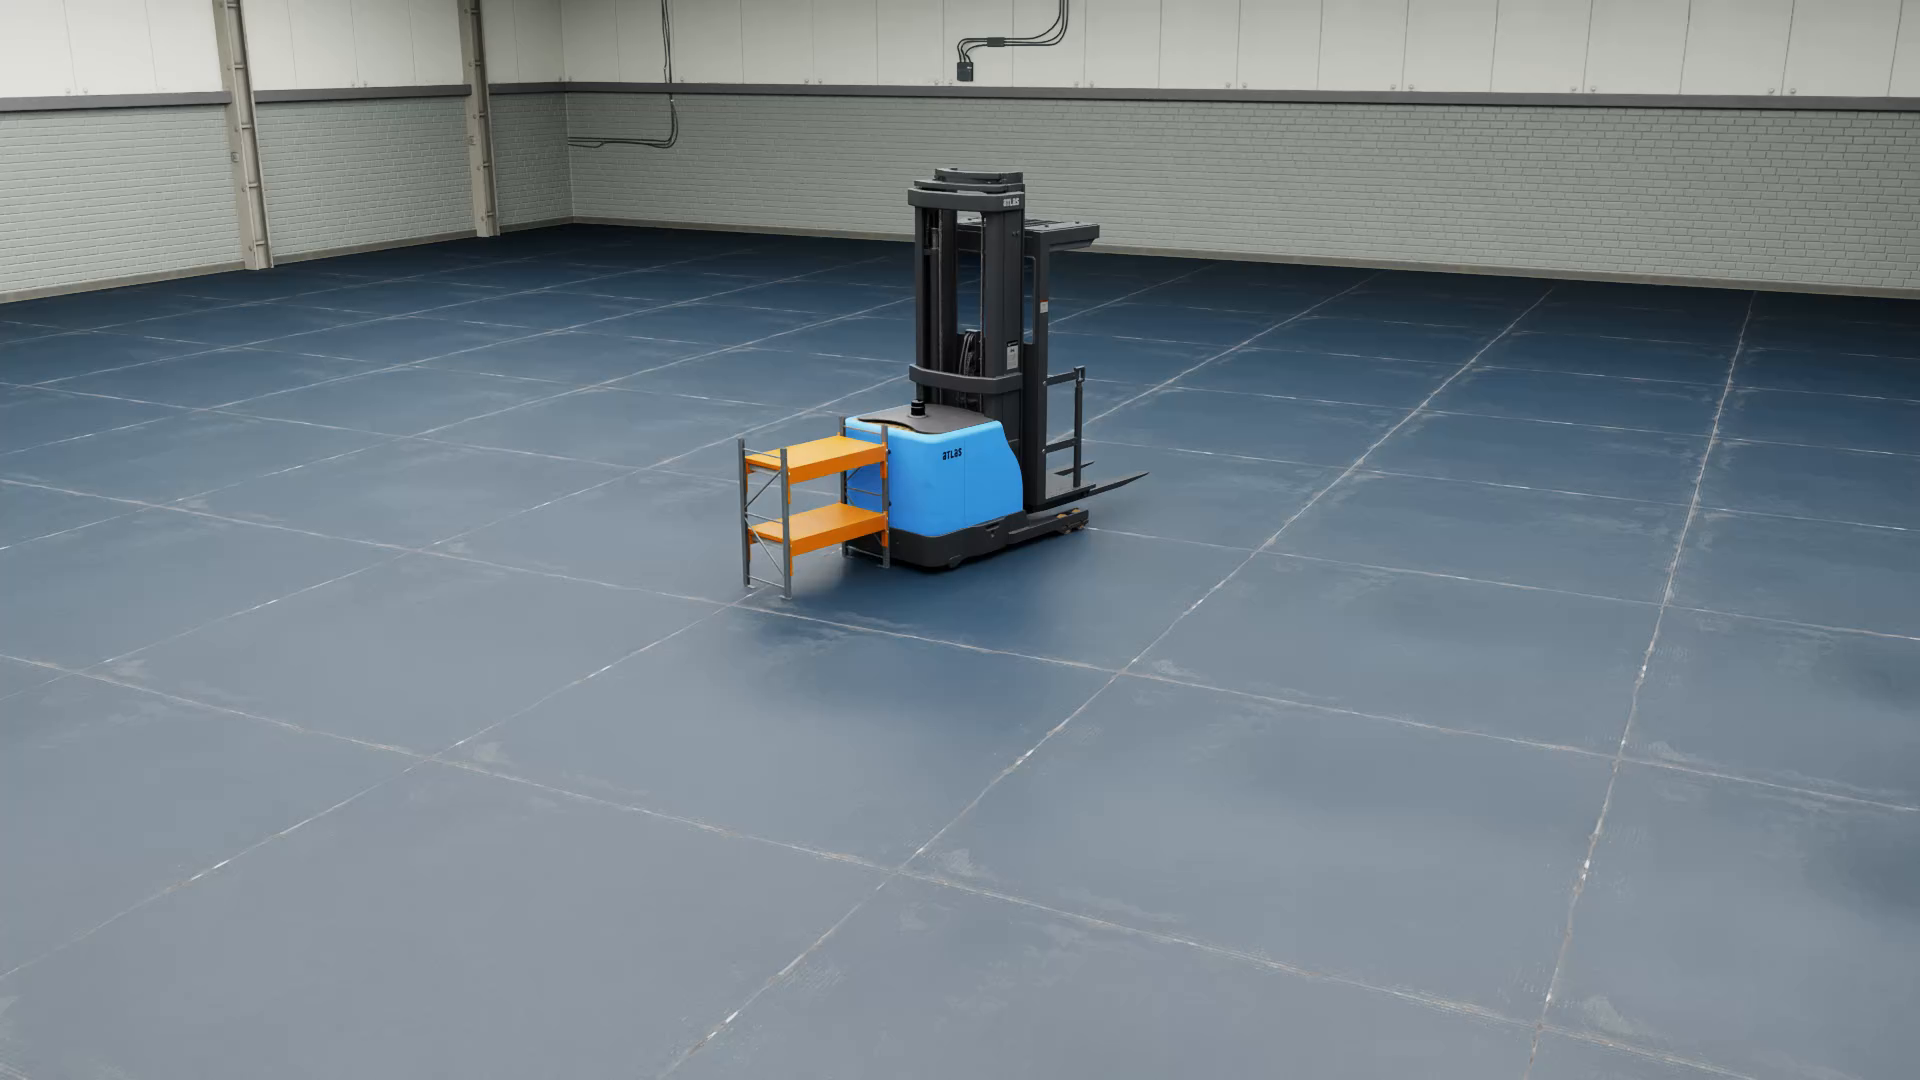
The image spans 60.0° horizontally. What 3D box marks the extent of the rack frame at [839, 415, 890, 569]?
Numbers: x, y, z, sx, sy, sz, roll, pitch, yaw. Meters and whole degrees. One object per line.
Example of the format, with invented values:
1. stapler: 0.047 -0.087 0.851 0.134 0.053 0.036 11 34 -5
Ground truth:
1. rack frame: -0.736 -0.369 12.792 0.500 1.125 0.032 14 22 40

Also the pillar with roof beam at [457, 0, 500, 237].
1. pillar with roof beam: -6.146 -10.212 32.102 9.100 9.000 0.400 8 18 25

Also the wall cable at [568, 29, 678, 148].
1. wall cable: -7.498 -9.854 36.349 3.097 2.526 0.112 8 18 25

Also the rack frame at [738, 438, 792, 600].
1. rack frame: -1.418 -0.154 12.069 0.500 1.125 0.032 14 22 40

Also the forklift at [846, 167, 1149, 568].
1. forklift: 0.422 -1.538 13.556 1.130 2.935 3.031 14 22 40

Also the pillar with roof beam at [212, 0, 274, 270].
1. pillar with roof beam: -8.827 -8.684 26.957 9.100 9.000 0.400 8 18 25

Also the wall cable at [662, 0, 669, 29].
1. wall cable: -5.078 -11.930 34.471 3.097 2.526 0.112 8 18 25

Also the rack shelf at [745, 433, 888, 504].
1. rack shelf: -1.077 -0.542 12.347 0.538 0.278 1.000 14 22 40

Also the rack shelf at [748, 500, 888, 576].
1. rack shelf: -1.077 -0.027 12.500 0.538 0.278 1.000 14 22 40

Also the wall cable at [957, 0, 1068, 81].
1. wall cable: 0.988 -11.761 31.342 2.305 6.003 0.169 8 18 25

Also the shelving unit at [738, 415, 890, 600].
1. shelving unit: -1.077 -0.262 12.430 0.538 1.125 1.048 14 22 40
